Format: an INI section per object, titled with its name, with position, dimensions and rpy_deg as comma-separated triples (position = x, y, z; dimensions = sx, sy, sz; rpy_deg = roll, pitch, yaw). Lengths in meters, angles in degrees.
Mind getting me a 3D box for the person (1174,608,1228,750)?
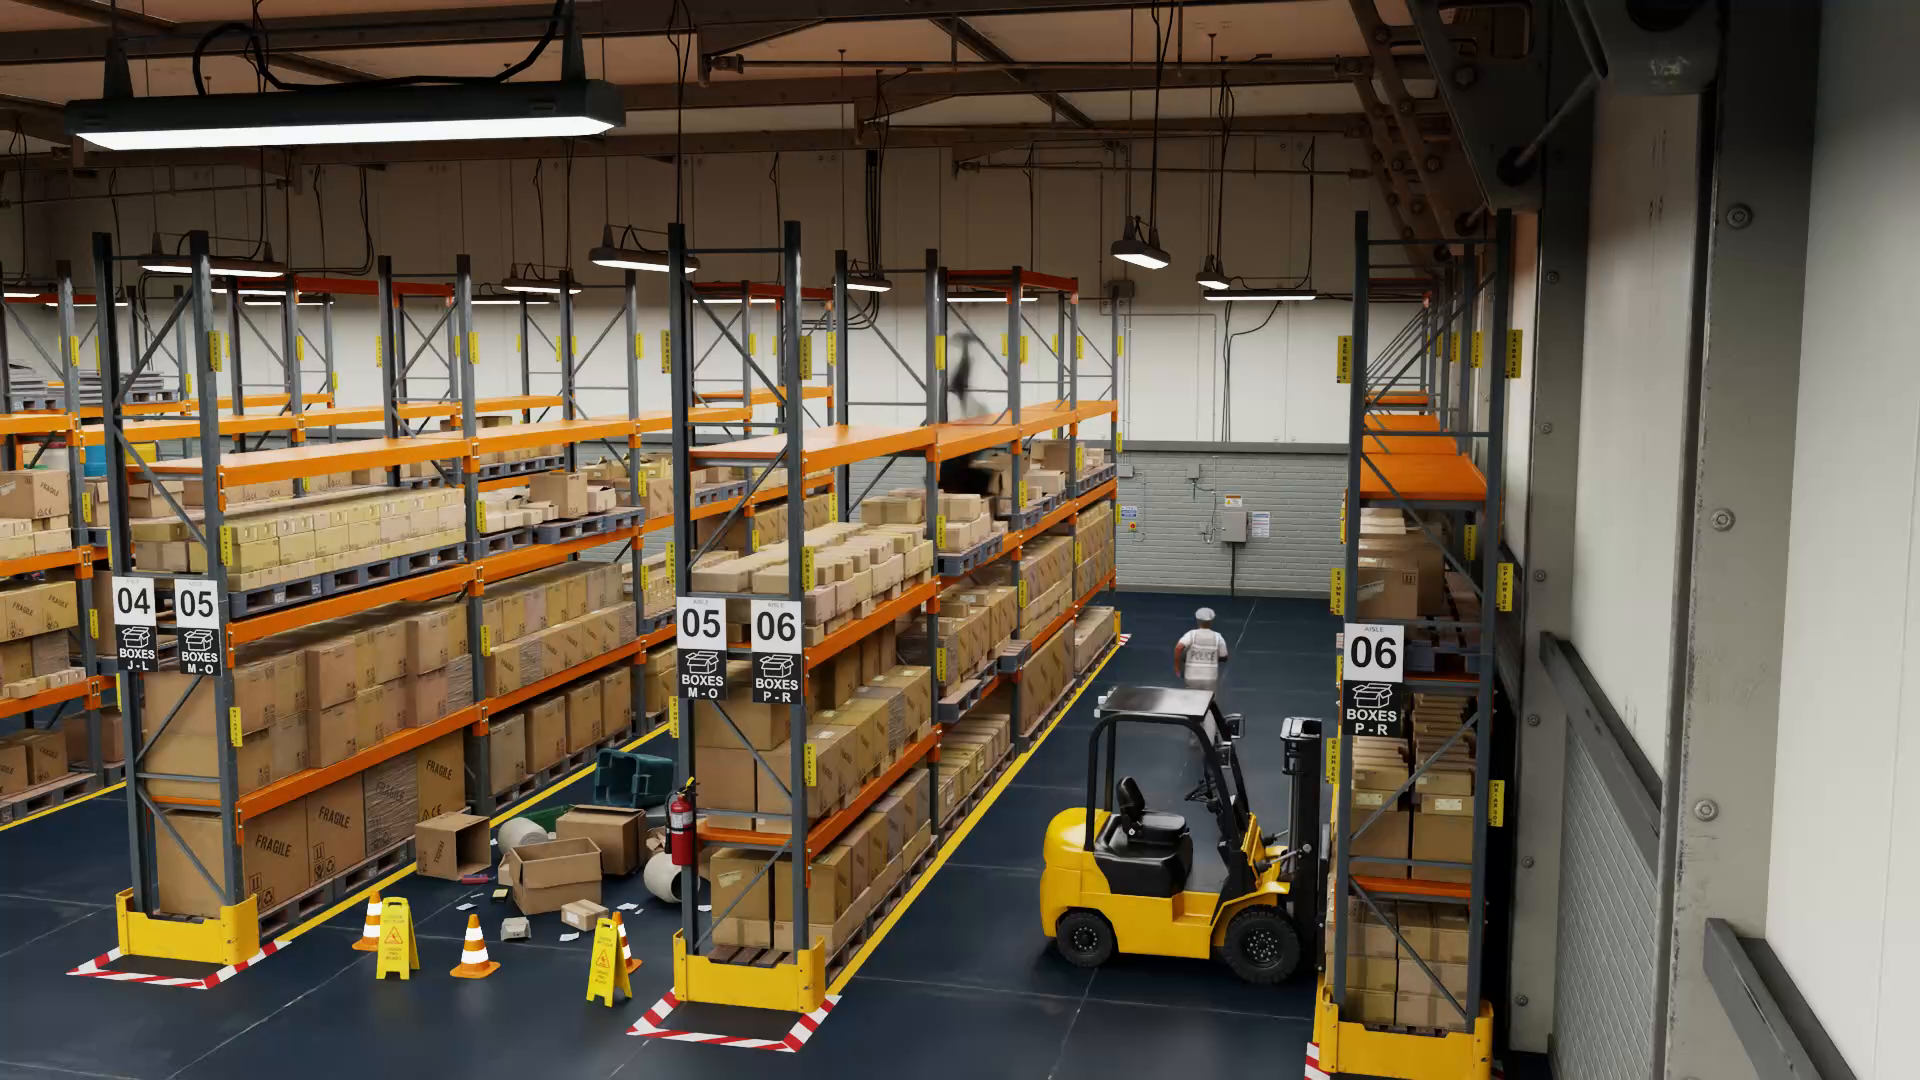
[person]
position = 3.010, 1.766, 20.807
dimensions = 0.671, 1.829, 0.901
rpy_deg = 1, 7, 8
